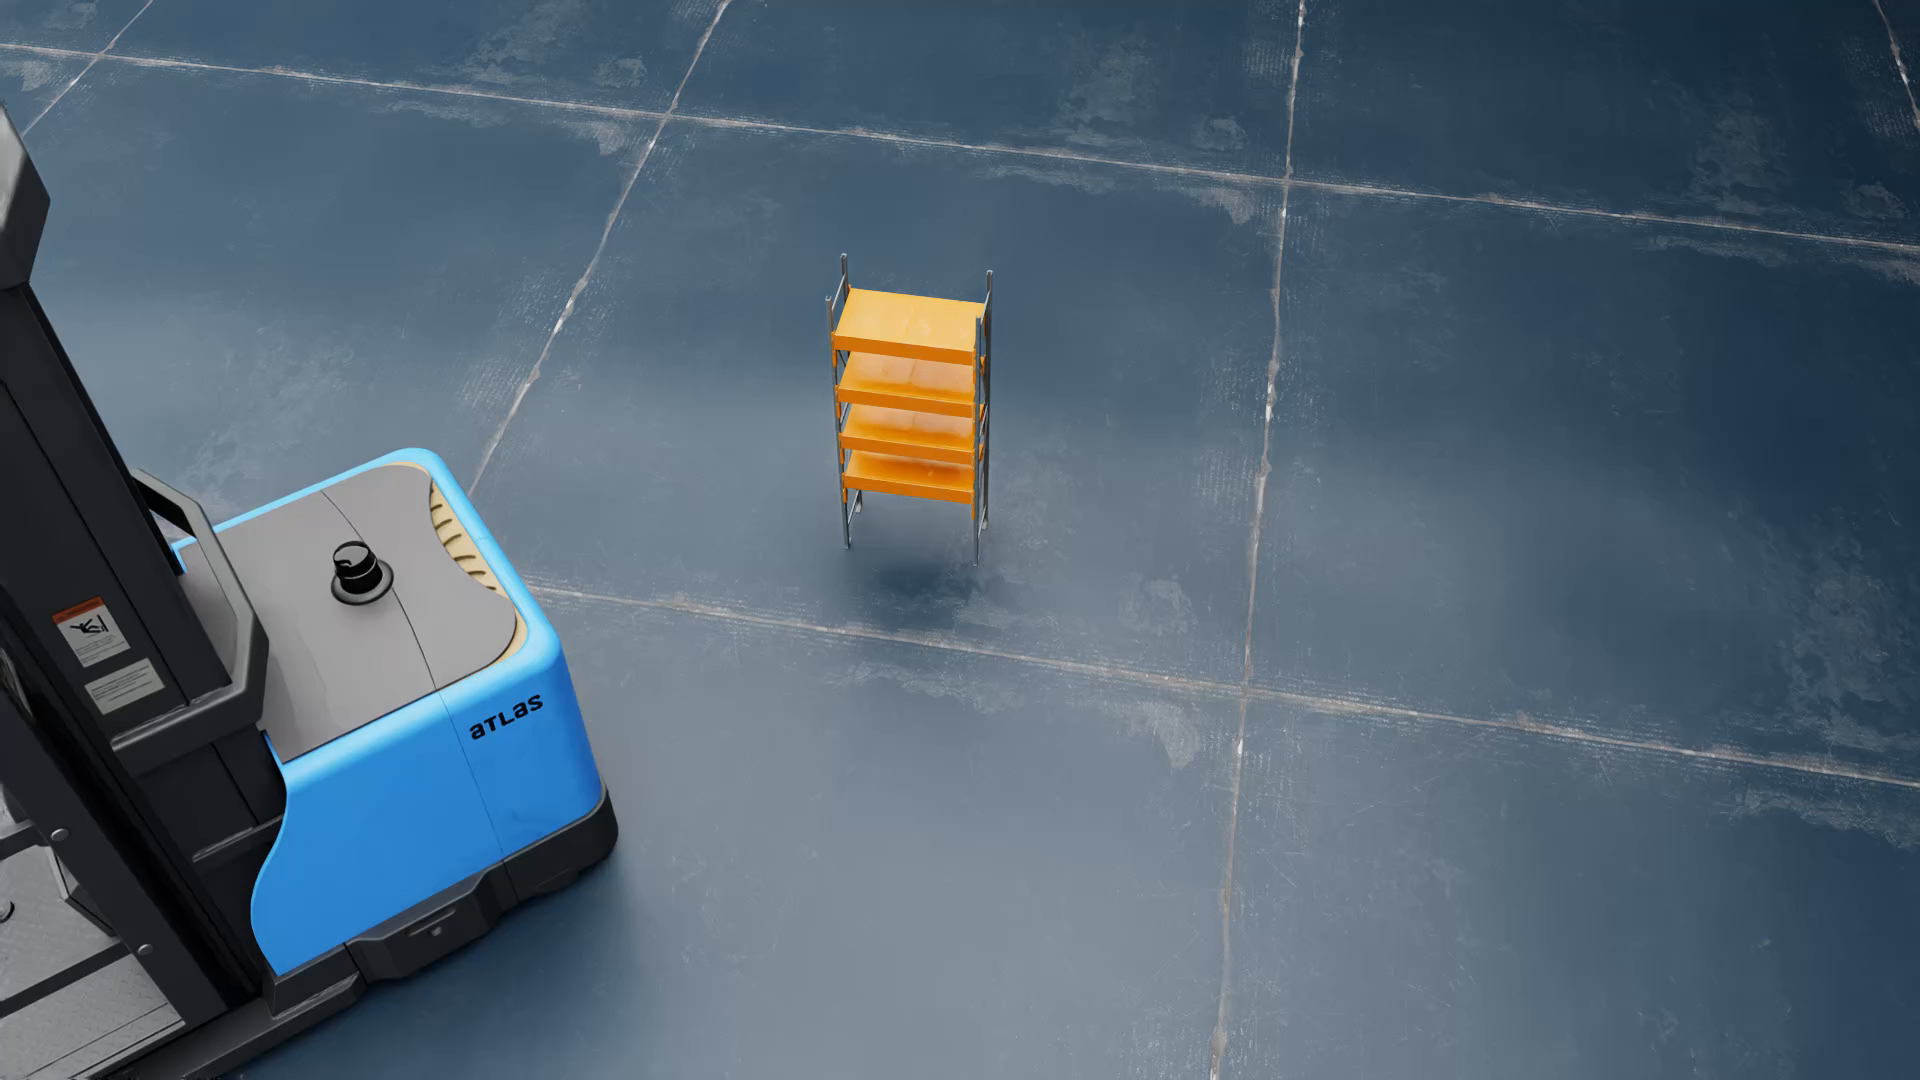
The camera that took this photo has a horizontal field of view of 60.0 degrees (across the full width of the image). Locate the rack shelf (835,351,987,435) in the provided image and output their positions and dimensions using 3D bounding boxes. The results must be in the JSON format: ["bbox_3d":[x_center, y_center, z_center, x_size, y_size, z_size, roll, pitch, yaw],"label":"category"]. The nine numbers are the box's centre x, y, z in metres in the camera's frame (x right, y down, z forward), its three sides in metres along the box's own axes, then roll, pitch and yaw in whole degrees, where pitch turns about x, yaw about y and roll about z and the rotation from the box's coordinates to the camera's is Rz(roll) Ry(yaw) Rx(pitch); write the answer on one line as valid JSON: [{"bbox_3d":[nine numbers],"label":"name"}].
[{"bbox_3d":[-0.163,-0.527,5.707,0.480,0.148,0.258,8,49,7],"label":"rack shelf"}]

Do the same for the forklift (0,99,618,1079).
[{"bbox_3d":[-2.597,0.343,3.972,3.031,2.935,1.130,-27,53,-22],"label":"forklift"}]

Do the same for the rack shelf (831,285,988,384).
[{"bbox_3d":[-0.163,-0.686,5.531,0.480,0.148,0.258,8,49,7],"label":"rack shelf"}]

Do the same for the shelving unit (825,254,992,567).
[{"bbox_3d":[-0.163,-0.423,5.823,0.503,1.200,0.258,8,49,7],"label":"shelving unit"}]

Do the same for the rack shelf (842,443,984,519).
[{"bbox_3d":[-0.163,-0.245,6.021,0.480,0.148,0.258,8,49,7],"label":"rack shelf"}]

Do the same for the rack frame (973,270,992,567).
[{"bbox_3d":[0.077,-0.391,5.794,0.015,1.200,0.240,8,49,7],"label":"rack frame"}]

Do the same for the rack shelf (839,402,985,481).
[{"bbox_3d":[-0.163,-0.378,5.873,0.480,0.148,0.258,8,49,7],"label":"rack shelf"}]

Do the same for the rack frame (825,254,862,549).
[{"bbox_3d":[-0.403,-0.455,5.852,0.015,1.200,0.240,8,49,7],"label":"rack frame"}]
